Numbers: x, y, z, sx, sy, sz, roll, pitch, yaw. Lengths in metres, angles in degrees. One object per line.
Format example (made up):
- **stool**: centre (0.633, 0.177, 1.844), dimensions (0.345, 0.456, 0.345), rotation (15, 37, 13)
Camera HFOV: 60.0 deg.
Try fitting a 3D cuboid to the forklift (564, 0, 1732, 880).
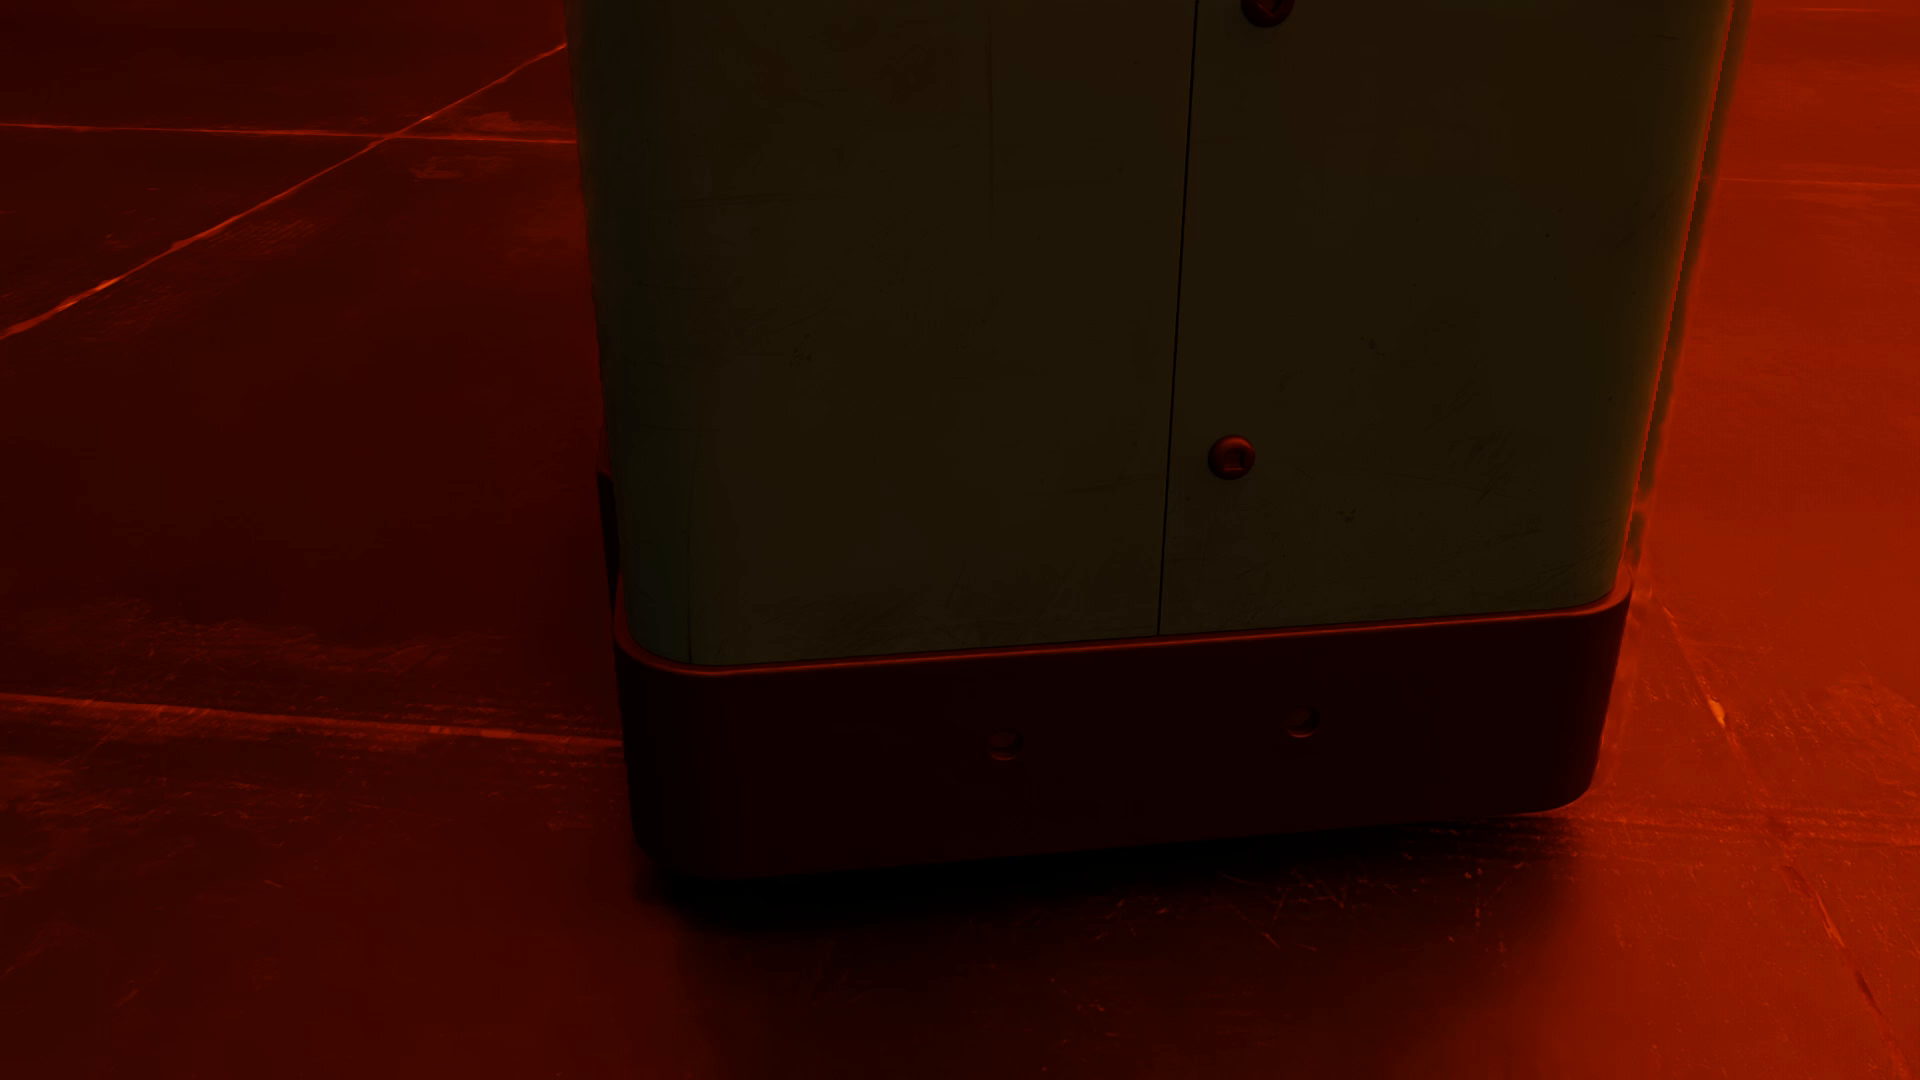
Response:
- **forklift**: centre (-0.010, -1.603, 2.430), dimensions (1.130, 2.935, 3.031), rotation (-3, 27, -7)
